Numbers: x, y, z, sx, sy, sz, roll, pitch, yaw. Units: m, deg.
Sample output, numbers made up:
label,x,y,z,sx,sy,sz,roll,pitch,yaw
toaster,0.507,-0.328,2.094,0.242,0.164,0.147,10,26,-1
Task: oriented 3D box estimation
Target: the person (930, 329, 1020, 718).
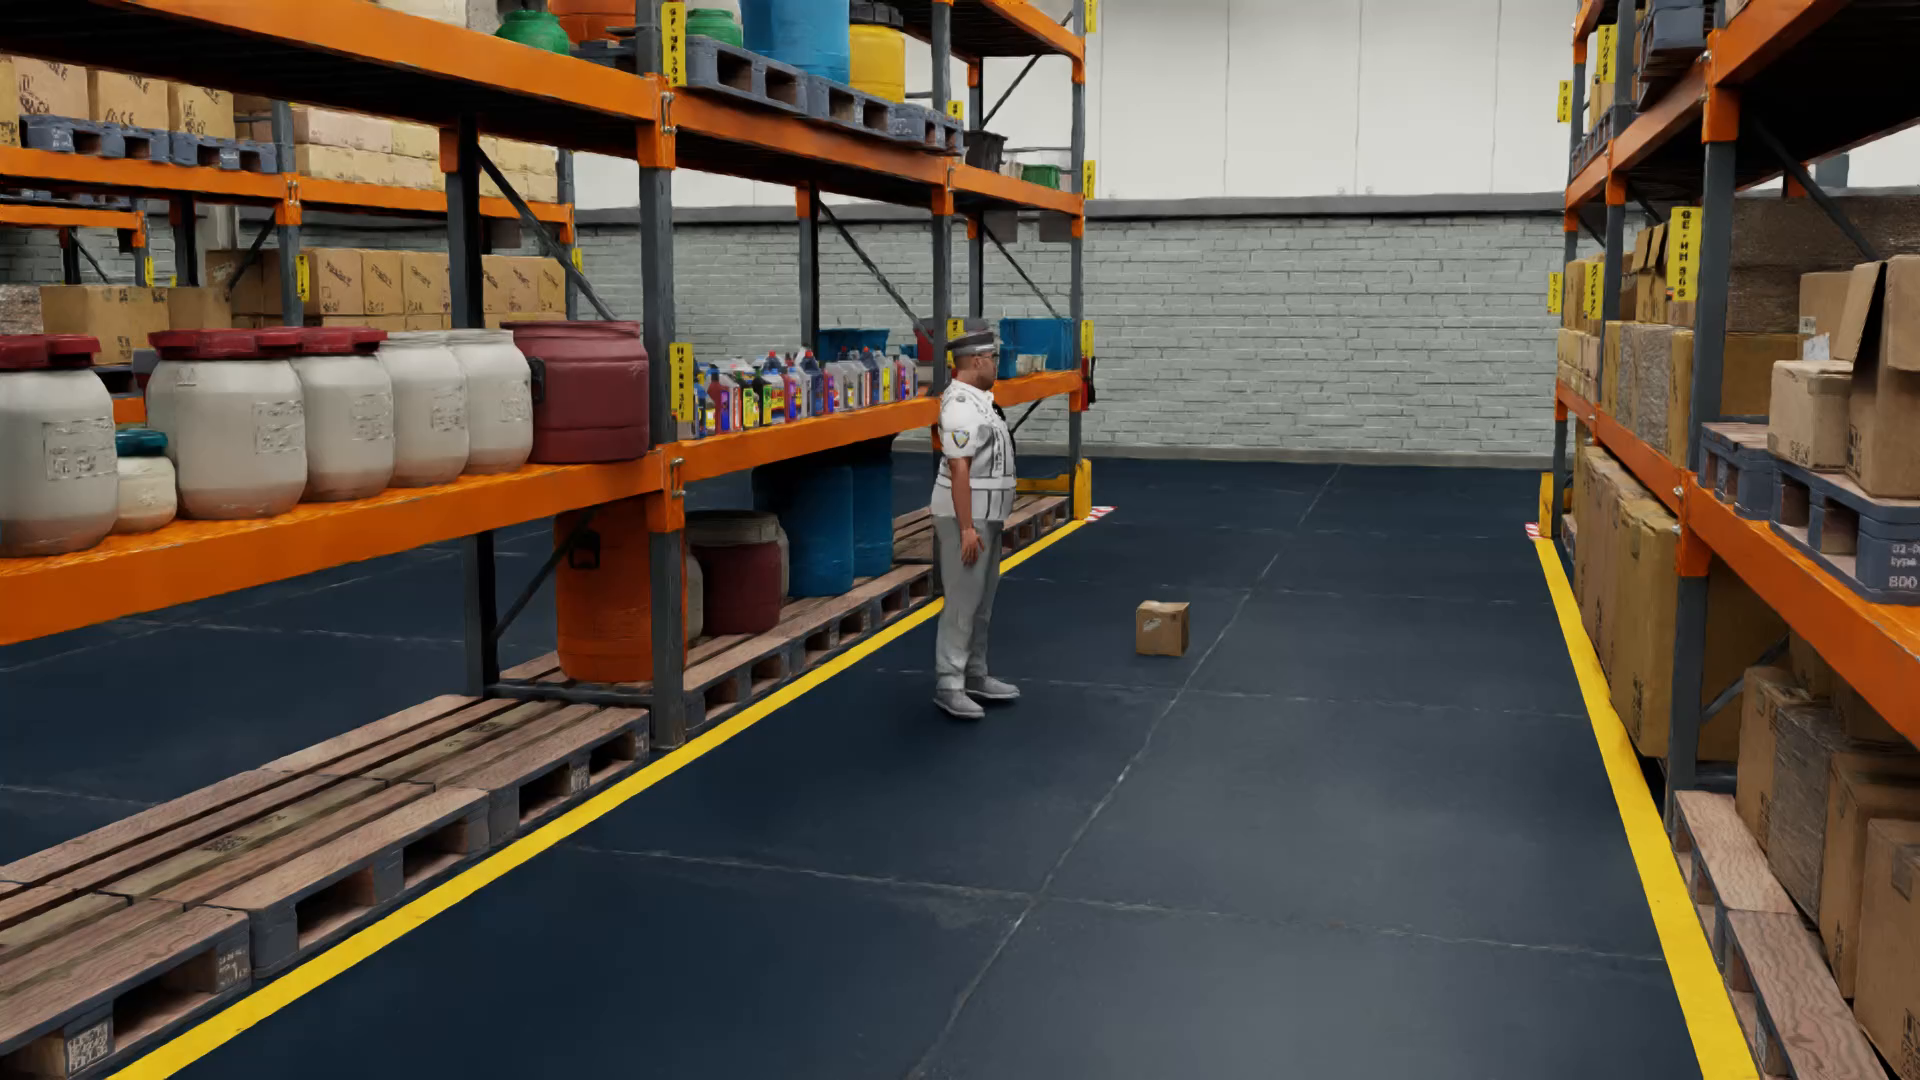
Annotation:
label,x,y,z,sx,sy,sz,roll,pitch,yaw
person,0.066,-0.096,7.783,0.413,1.769,0.614,1,8,10
